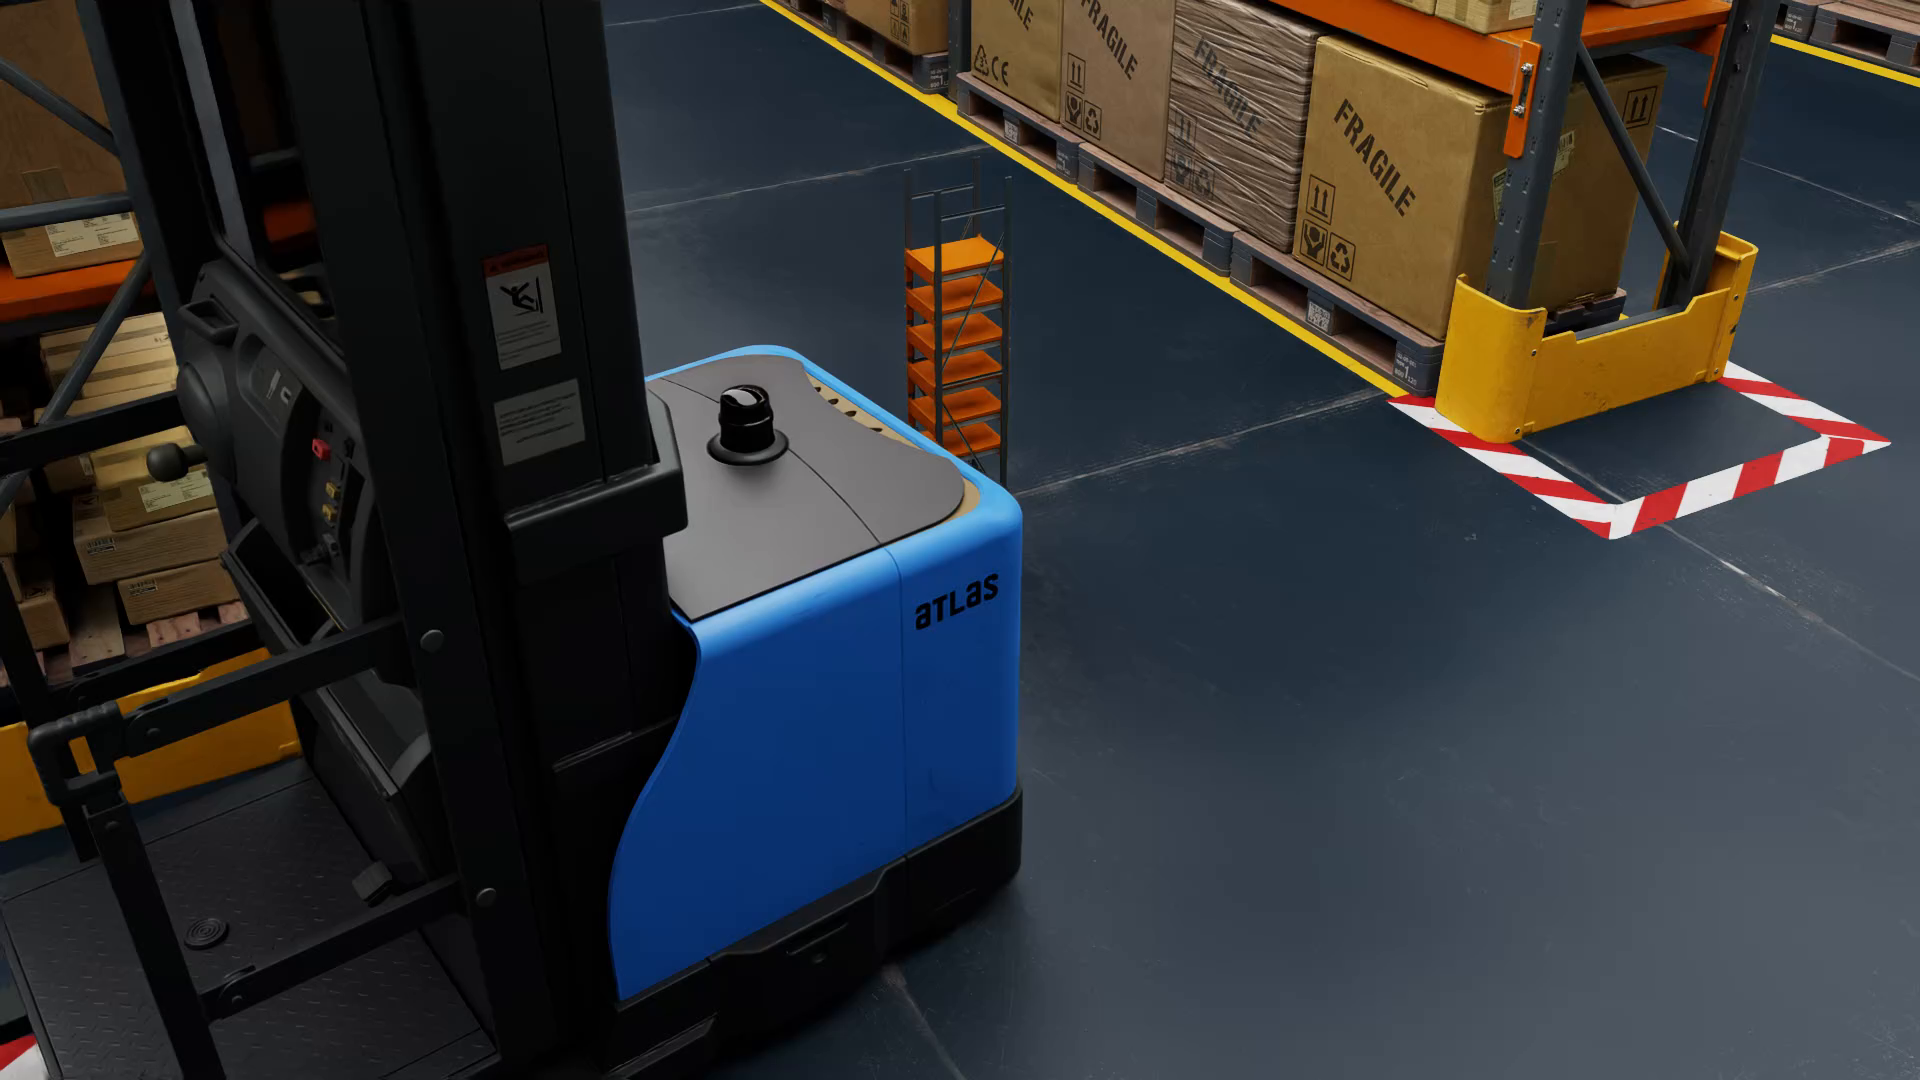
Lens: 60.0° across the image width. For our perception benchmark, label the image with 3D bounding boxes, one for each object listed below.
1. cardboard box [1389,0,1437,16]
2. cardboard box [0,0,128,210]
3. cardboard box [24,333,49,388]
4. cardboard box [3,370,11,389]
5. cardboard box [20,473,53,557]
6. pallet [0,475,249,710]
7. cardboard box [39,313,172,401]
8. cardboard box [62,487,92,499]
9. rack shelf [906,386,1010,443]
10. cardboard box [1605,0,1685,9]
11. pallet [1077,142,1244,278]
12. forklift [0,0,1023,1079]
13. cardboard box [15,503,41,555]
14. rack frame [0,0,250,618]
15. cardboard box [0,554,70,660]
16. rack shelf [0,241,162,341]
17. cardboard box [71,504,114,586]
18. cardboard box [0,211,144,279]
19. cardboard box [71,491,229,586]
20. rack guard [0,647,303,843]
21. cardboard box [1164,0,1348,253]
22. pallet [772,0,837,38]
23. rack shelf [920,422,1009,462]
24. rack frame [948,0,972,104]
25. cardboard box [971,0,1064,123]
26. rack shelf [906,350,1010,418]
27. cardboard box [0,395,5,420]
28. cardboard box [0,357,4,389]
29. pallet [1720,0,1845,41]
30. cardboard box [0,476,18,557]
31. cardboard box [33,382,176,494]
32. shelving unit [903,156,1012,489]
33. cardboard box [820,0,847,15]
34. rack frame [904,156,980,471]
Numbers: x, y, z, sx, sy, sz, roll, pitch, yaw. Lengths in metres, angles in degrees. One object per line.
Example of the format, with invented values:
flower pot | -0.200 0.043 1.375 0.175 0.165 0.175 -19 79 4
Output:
cardboard box | 1.692 -1.929 5.713 0.380 0.149 0.250 -15 36 -23
cardboard box | -2.128 -1.075 3.780 0.500 0.500 0.500 -14 35 -21
cardboard box | -2.845 -0.652 5.464 0.380 0.149 0.250 -14 35 -21
cardboard box | -3.260 -0.401 5.348 0.380 0.149 0.250 -15 36 -22
cardboard box | -2.850 -0.045 4.792 0.380 0.149 0.250 -16 36 -23
pallet | -2.546 0.117 4.872 1.003 0.211 1.213 -16 36 -23
cardboard box | -2.535 -0.538 5.011 0.380 0.149 0.250 -18 37 -25
cardboard box | -2.451 -0.280 4.884 0.380 0.149 0.250 -15 36 -23
rack shelf | -0.007 -0.374 5.026 0.258 0.103 0.180 -16 36 -23
cardboard box | 2.398 -1.970 5.778 0.380 0.149 0.250 -15 36 -23
pallet | 1.265 -1.593 7.541 1.003 0.211 1.213 -16 36 -23
forklift | -1.336 -0.137 2.747 3.031 2.935 1.130 -22 39 -31
cardboard box | -2.736 -0.044 4.517 0.380 0.149 0.250 -17 36 -24
rack frame | -2.163 -0.624 3.444 1.000 3.000 0.127 -16 36 -23
cardboard box | -2.593 0.200 4.410 0.380 0.149 0.250 -15 36 -22
rack shelf | -3.096 -1.276 5.128 1.077 0.370 4.000 -16 36 -23
cardboard box | -2.319 -0.036 4.779 0.380 0.149 0.250 -16 36 -23
cardboard box | -2.024 -0.756 3.882 0.380 0.149 0.250 -16 36 -23
cardboard box | -2.181 -0.041 4.511 0.380 0.149 0.250 -14 35 -21
rack guard | -2.199 0.392 4.175 1.175 0.500 0.348 -16 36 -23
cardboard box | 1.478 -1.825 6.899 0.875 0.875 0.875 -16 36 -23
pallet | -0.593 -3.491 10.503 1.003 0.211 1.213 -16 36 -23
rack shelf | -0.007 -0.273 5.091 0.258 0.103 0.180 -16 36 -23
rack frame | 0.407 -3.733 8.296 1.000 3.000 0.127 -16 36 -23
cardboard box | 0.644 -2.680 8.232 0.875 0.875 0.875 -16 36 -23
rack shelf | -0.007 -0.475 4.961 0.258 0.103 0.180 -16 36 -23
cardboard box | -2.999 -0.406 4.805 0.380 0.149 0.250 -17 37 -25
cardboard box | -3.262 -0.525 5.266 0.380 0.149 0.250 -14 35 -21
pallet | 5.165 -3.463 10.460 1.003 0.211 1.213 -16 36 -23
cardboard box | -2.634 -0.040 4.234 0.380 0.149 0.250 -15 36 -23
cardboard box | -2.342 -0.288 4.621 0.380 0.149 0.250 -15 36 -22
shelving unit | -0.007 -0.512 4.937 0.258 1.200 0.189 -16 36 -23
cardboard box | -0.327 -3.741 9.890 1.225 0.875 0.875 -17 36 -25
rack frame | -0.049 -0.556 5.005 0.240 1.200 0.006 -16 36 -23
